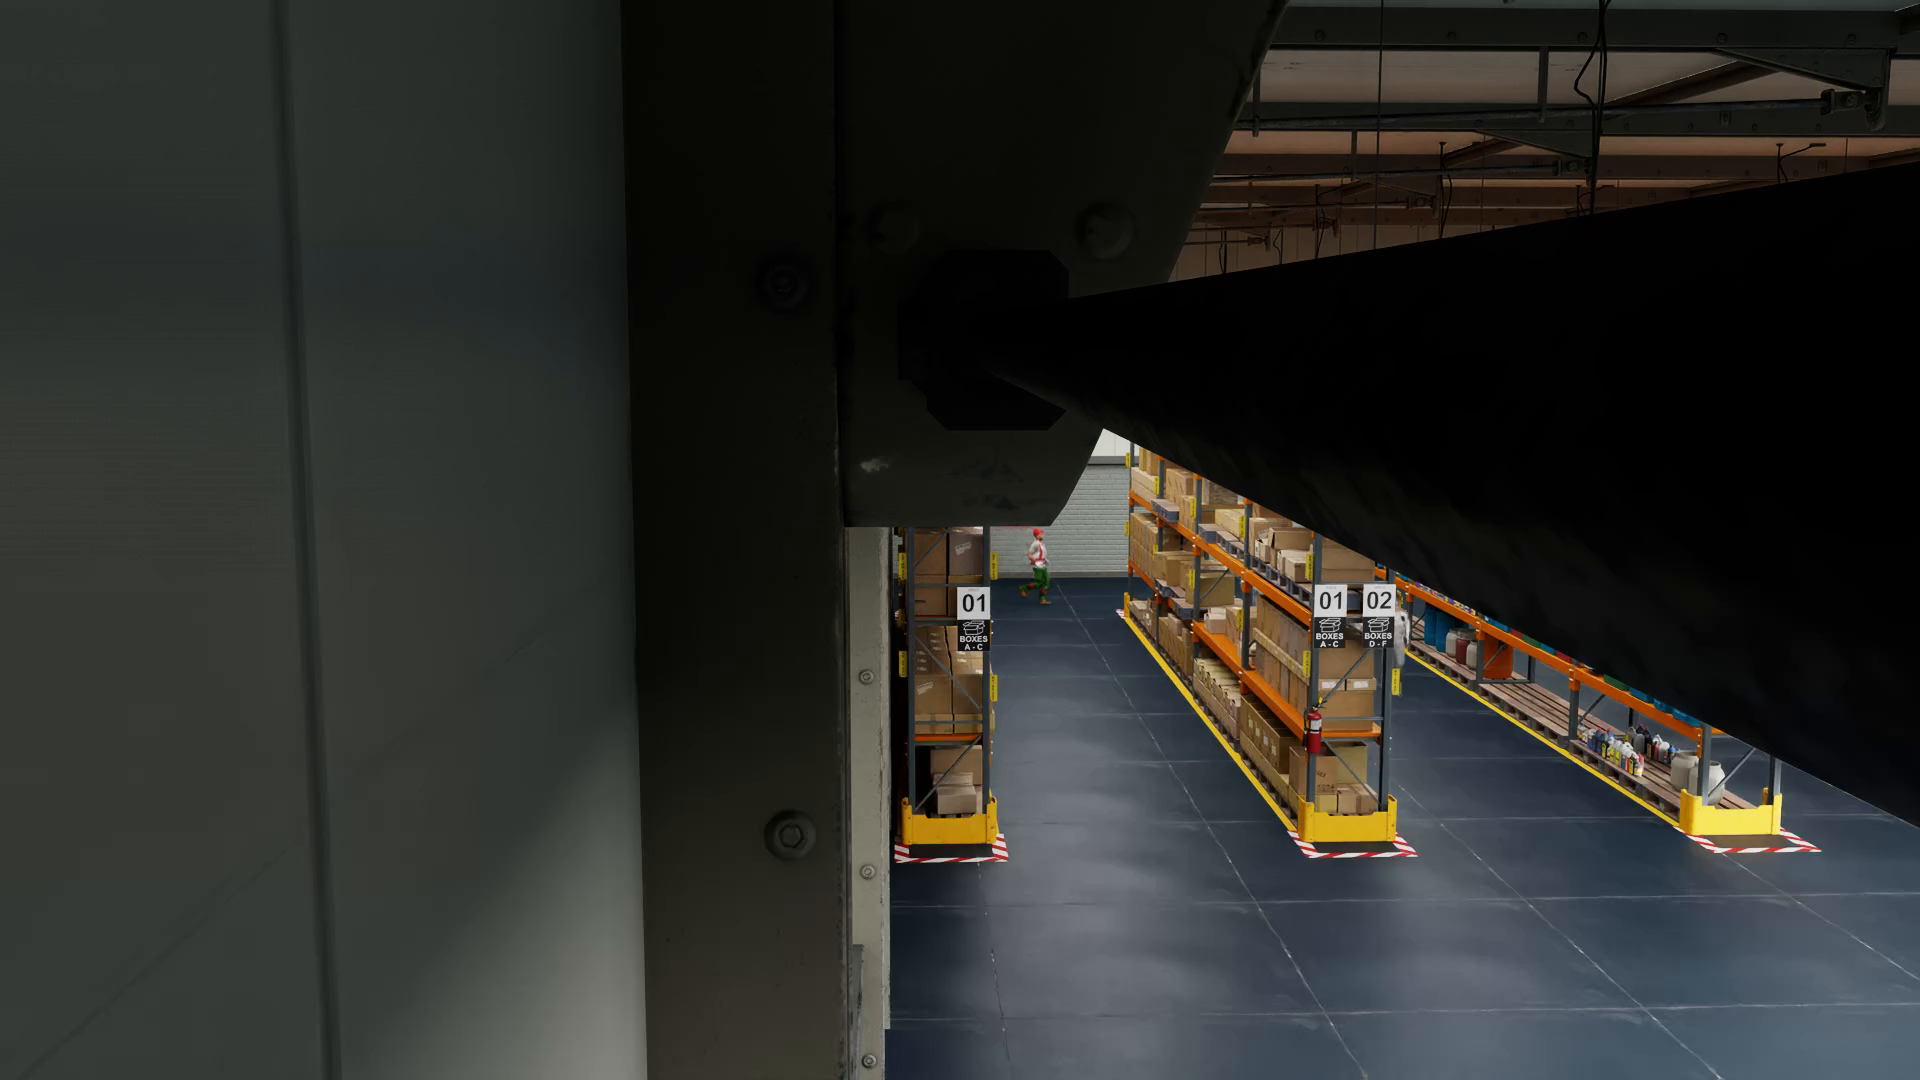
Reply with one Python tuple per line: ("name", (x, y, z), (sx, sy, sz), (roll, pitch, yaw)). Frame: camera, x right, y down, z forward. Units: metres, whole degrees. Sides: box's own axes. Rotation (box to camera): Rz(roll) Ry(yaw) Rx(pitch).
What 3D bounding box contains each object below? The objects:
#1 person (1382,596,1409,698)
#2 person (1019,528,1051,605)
("person", (7.492, 1.819, 28.734), (0.590, 1.745, 0.830), (0, 7, 4))
("person", (1.760, 0.602, 38.037), (0.752, 1.757, 0.663), (3, 8, 21))
